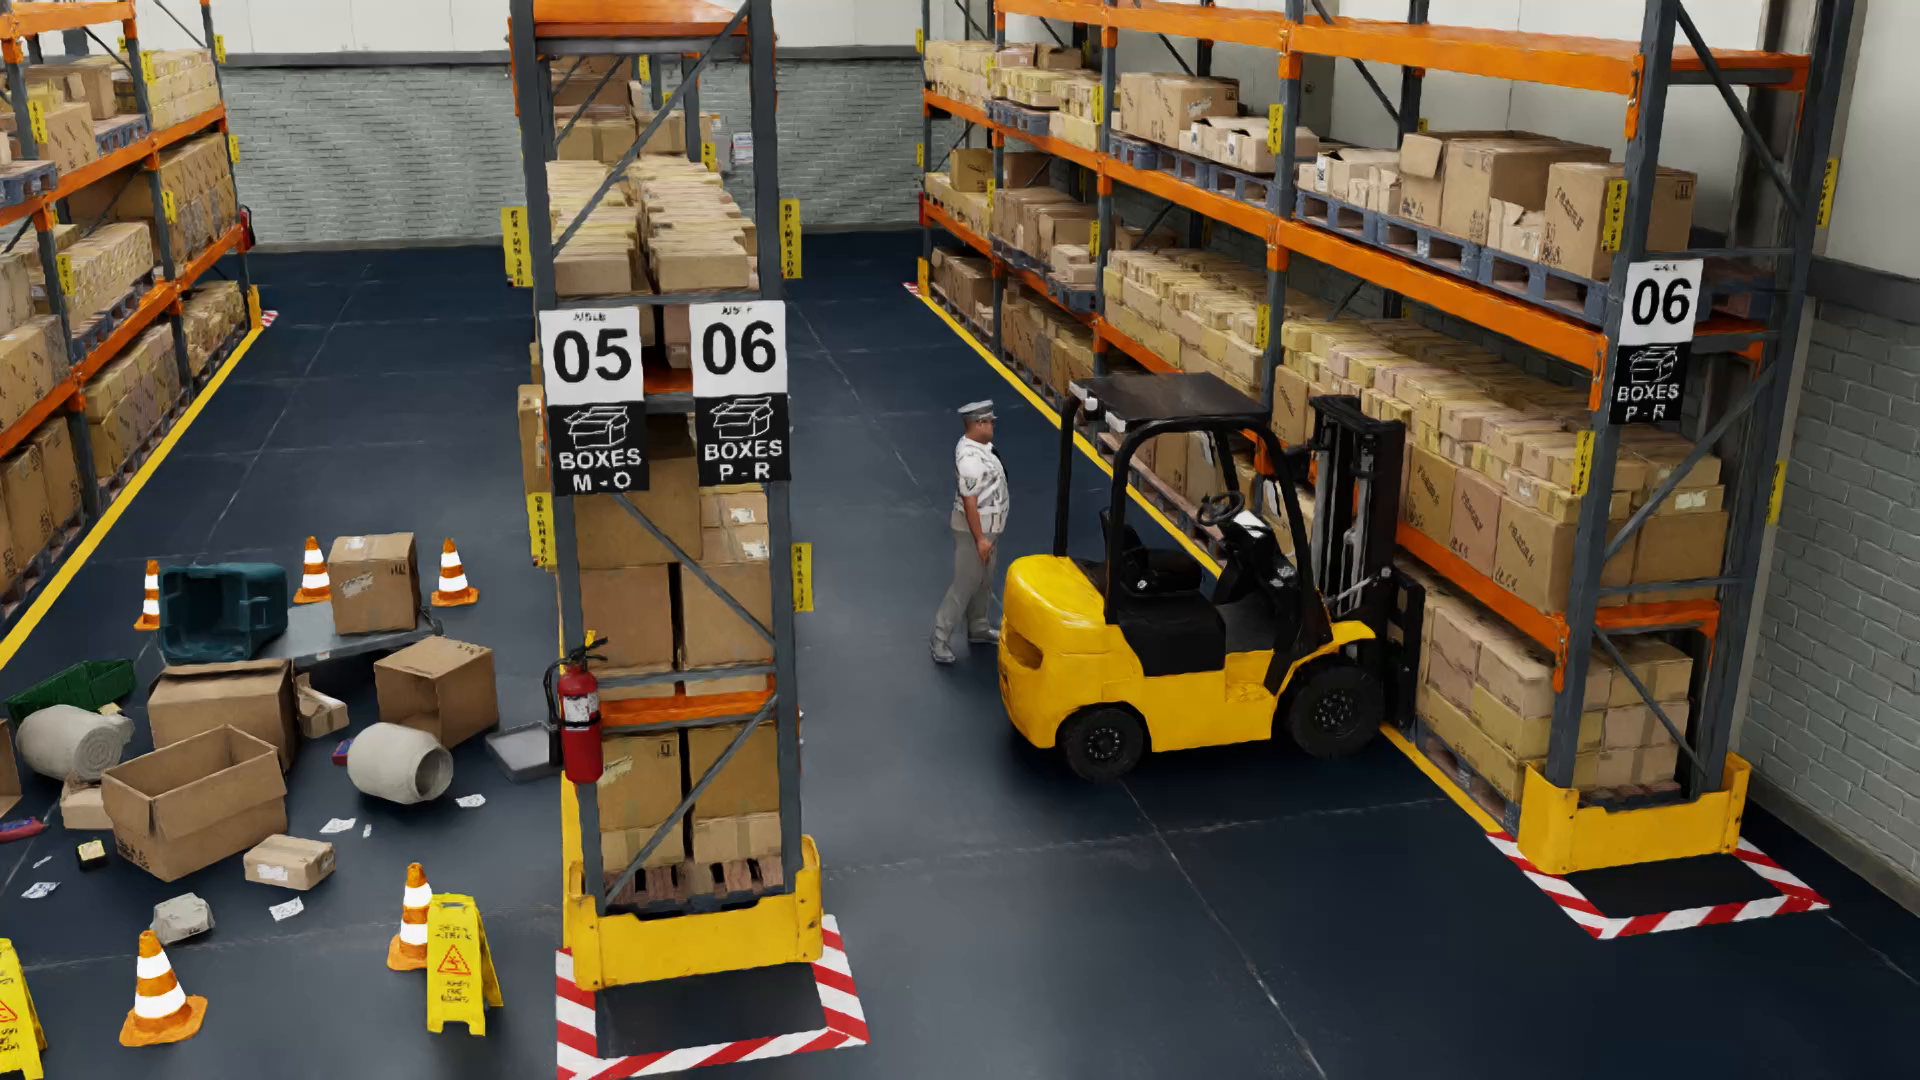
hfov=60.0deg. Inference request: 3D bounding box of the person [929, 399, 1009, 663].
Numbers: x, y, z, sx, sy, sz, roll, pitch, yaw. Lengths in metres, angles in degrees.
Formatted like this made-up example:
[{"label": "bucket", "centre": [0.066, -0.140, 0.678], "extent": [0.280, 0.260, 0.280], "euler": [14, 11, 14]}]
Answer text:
[{"label": "person", "centre": [0.079, -0.091, 11.297], "extent": [0.564, 1.750, 0.759], "euler": [2, 20, 6]}]
